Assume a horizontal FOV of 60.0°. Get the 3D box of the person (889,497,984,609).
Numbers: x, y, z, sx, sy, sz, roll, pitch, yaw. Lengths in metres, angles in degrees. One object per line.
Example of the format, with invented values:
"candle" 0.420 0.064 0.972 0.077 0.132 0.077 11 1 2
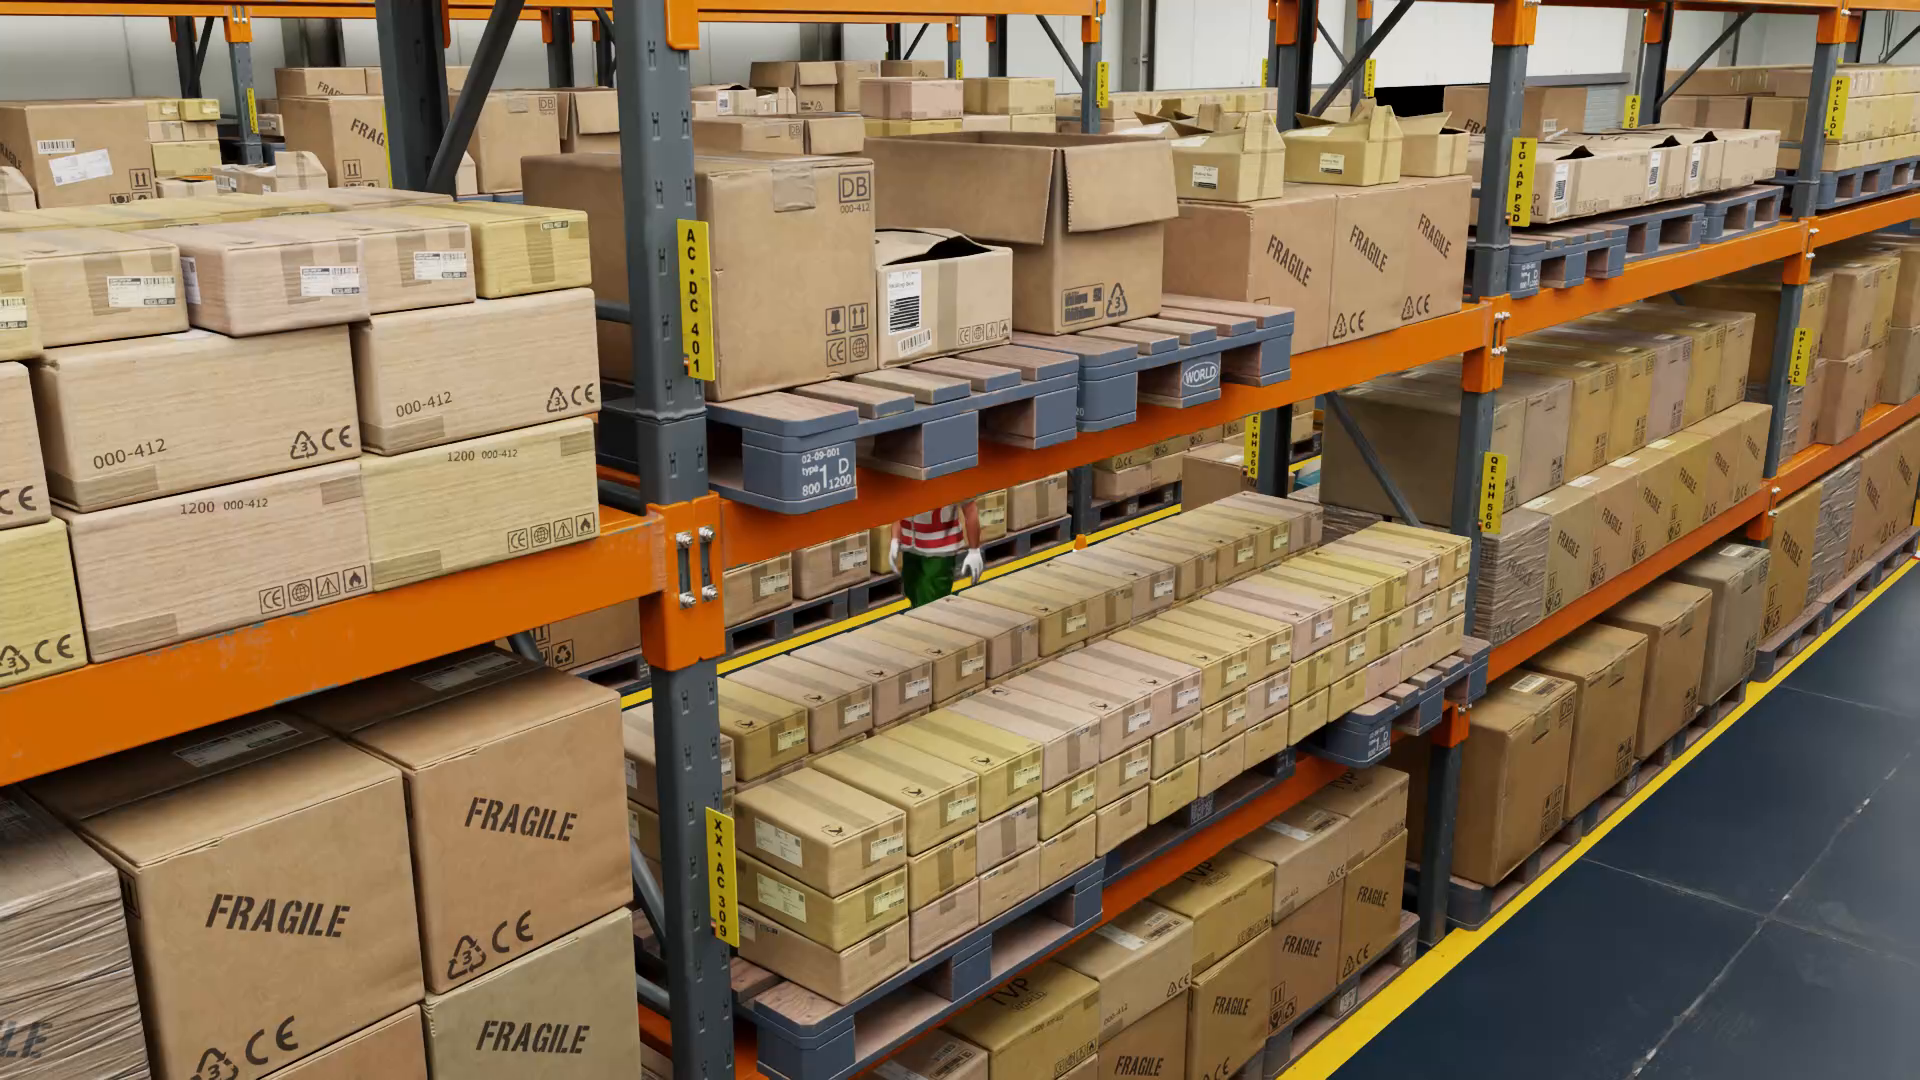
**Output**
"person" -0.135 0.063 9.787 0.580 1.784 0.760 14 22 39
